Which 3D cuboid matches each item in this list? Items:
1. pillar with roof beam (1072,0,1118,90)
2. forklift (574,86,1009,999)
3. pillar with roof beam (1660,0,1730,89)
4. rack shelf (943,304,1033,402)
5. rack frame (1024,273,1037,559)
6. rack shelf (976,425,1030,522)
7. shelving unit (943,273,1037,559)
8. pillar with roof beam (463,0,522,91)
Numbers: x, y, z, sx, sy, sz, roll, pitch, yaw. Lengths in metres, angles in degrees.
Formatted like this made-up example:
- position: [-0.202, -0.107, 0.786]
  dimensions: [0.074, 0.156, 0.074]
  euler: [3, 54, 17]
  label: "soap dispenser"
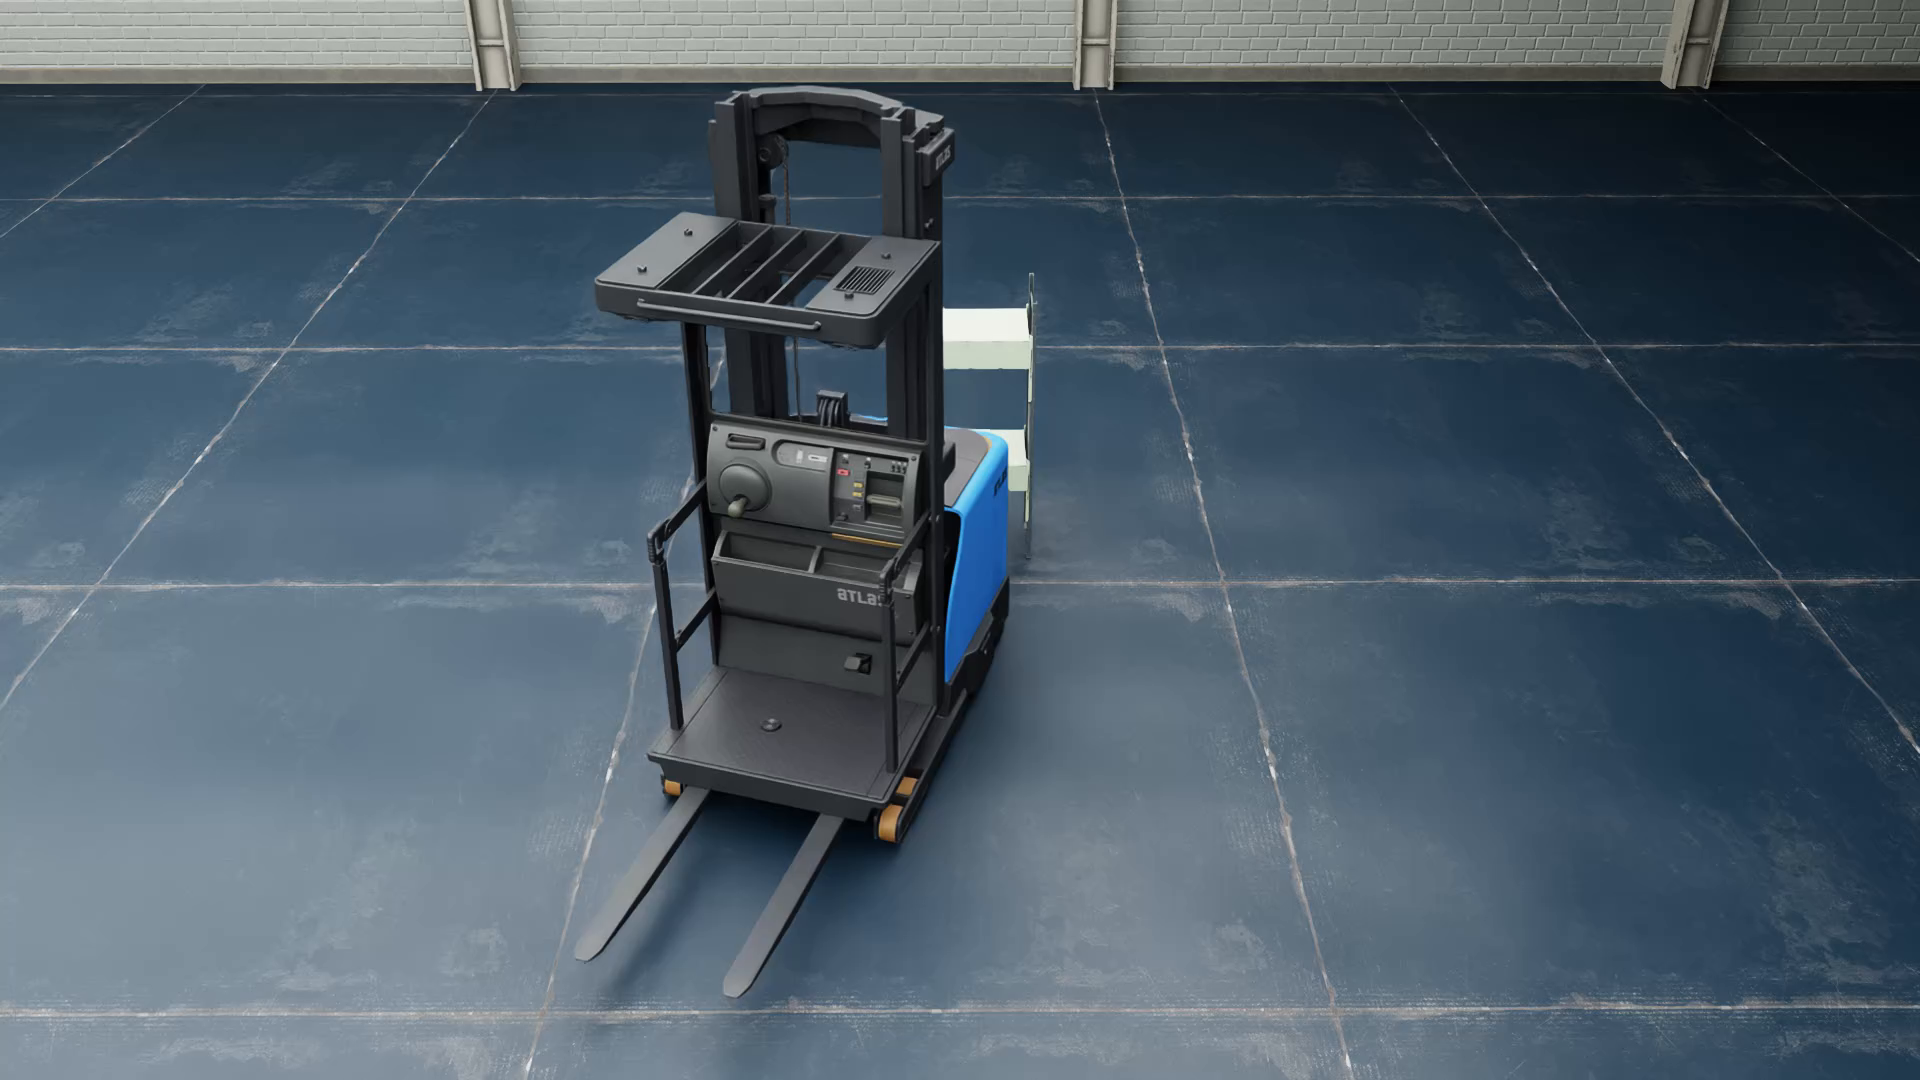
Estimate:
- position: [1.372, -6.220, 10.827]
  dimensions: [0.400, 9.000, 9.100]
  euler: [0, 31, 0]
  label: "pillar with roof beam"
- position: [-0.678, -0.192, 6.740]
  dimensions: [1.130, 2.935, 3.031]
  euler: [9, 32, 15]
  label: "forklift"
- position: [7.372, -6.239, 10.858]
  dimensions: [0.400, 9.000, 9.100]
  euler: [0, 31, 0]
  label: "pillar with roof beam"
- position: [0.007, -0.975, 8.659]
  dimensions: [0.720, 0.370, 0.431]
  euler: [0, 31, 0]
  label: "rack shelf"
- position: [0.373, -0.642, 8.863]
  dimensions: [0.023, 1.500, 0.400]
  euler: [0, 31, 0]
  label: "rack frame"
- position: [0.007, -0.363, 9.030]
  dimensions: [0.720, 0.370, 0.431]
  euler: [0, 31, 0]
  label: "rack shelf"
- position: [0.007, -0.641, 8.861]
  dimensions: [0.755, 1.500, 0.431]
  euler: [0, 31, 0]
  label: "shelving unit"
- position: [-4.627, -6.202, 10.796]
  dimensions: [0.400, 9.000, 9.100]
  euler: [0, 31, 0]
  label: "pillar with roof beam"
